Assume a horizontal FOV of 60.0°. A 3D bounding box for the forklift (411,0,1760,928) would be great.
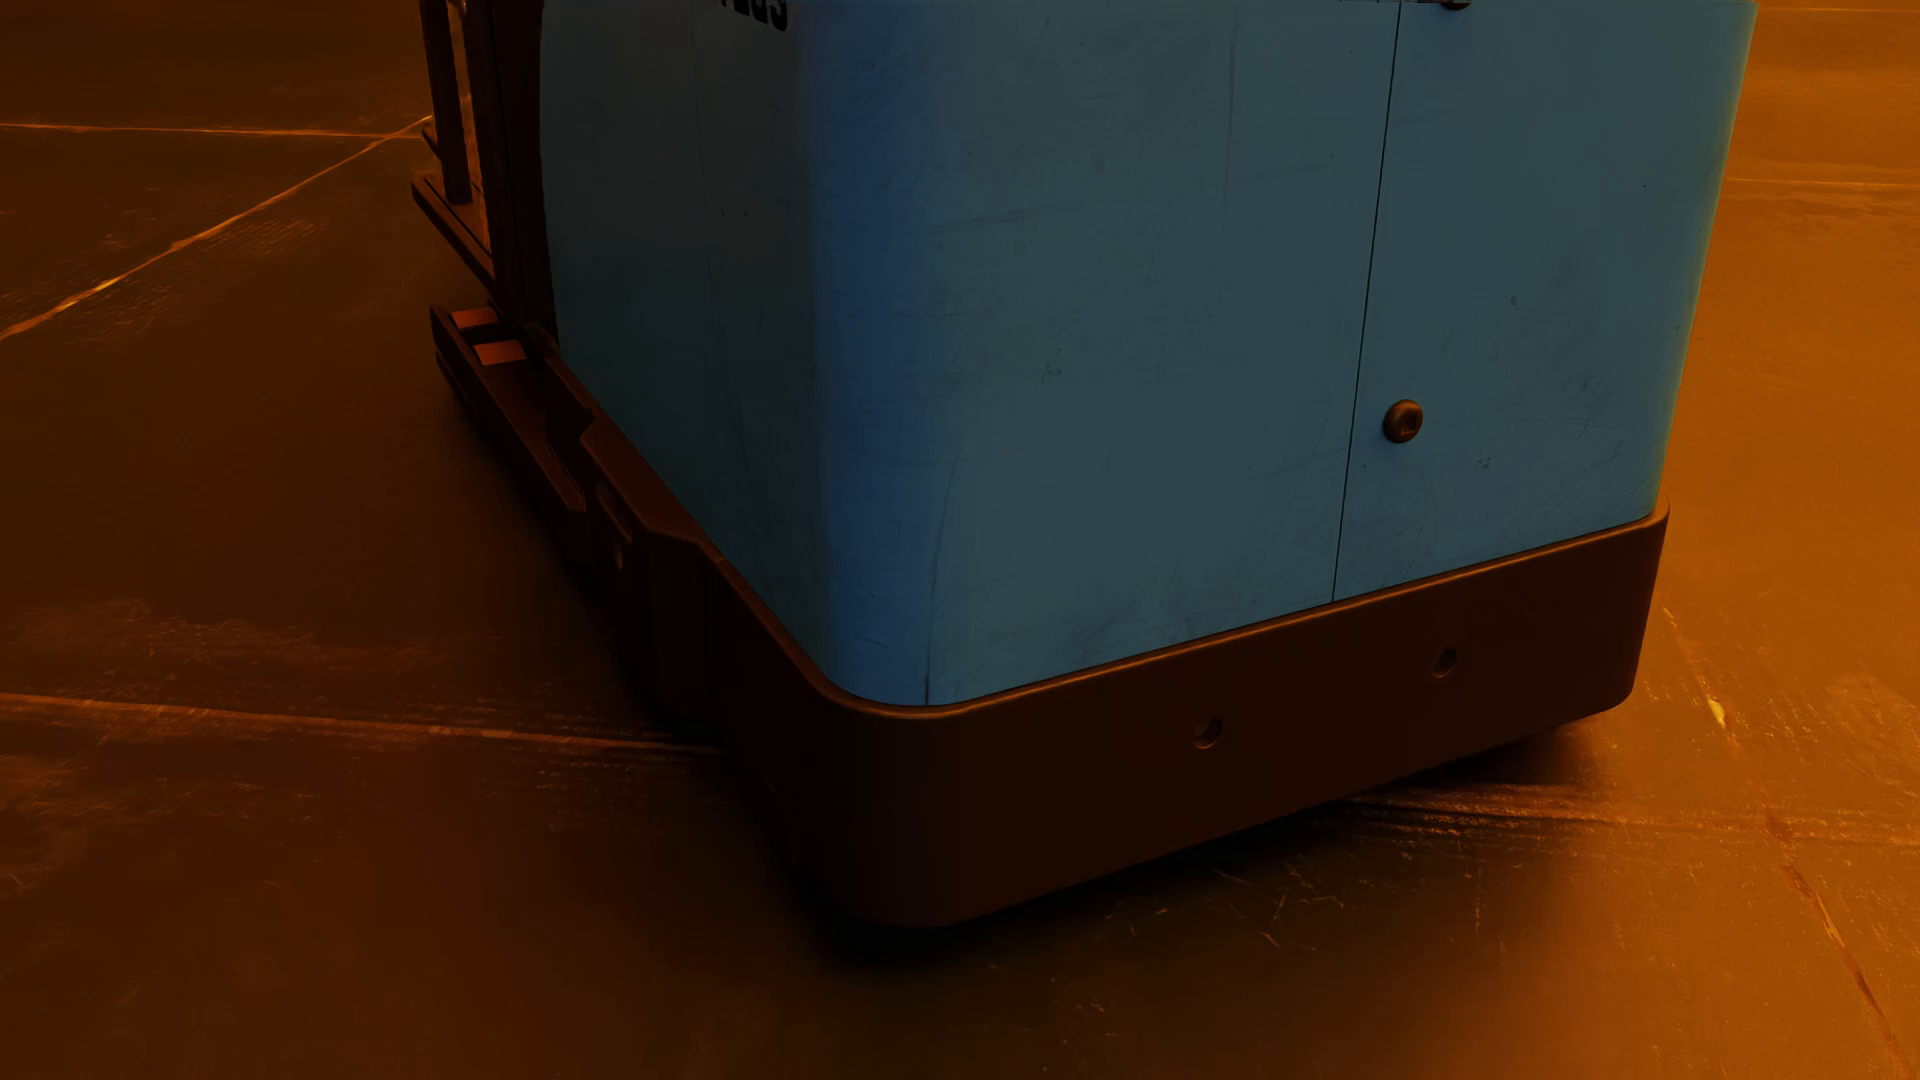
[{"bbox_3d":[-0.301,-1.568,2.359,1.130,2.935,3.031,-13,29,-24],"label":"forklift"}]
